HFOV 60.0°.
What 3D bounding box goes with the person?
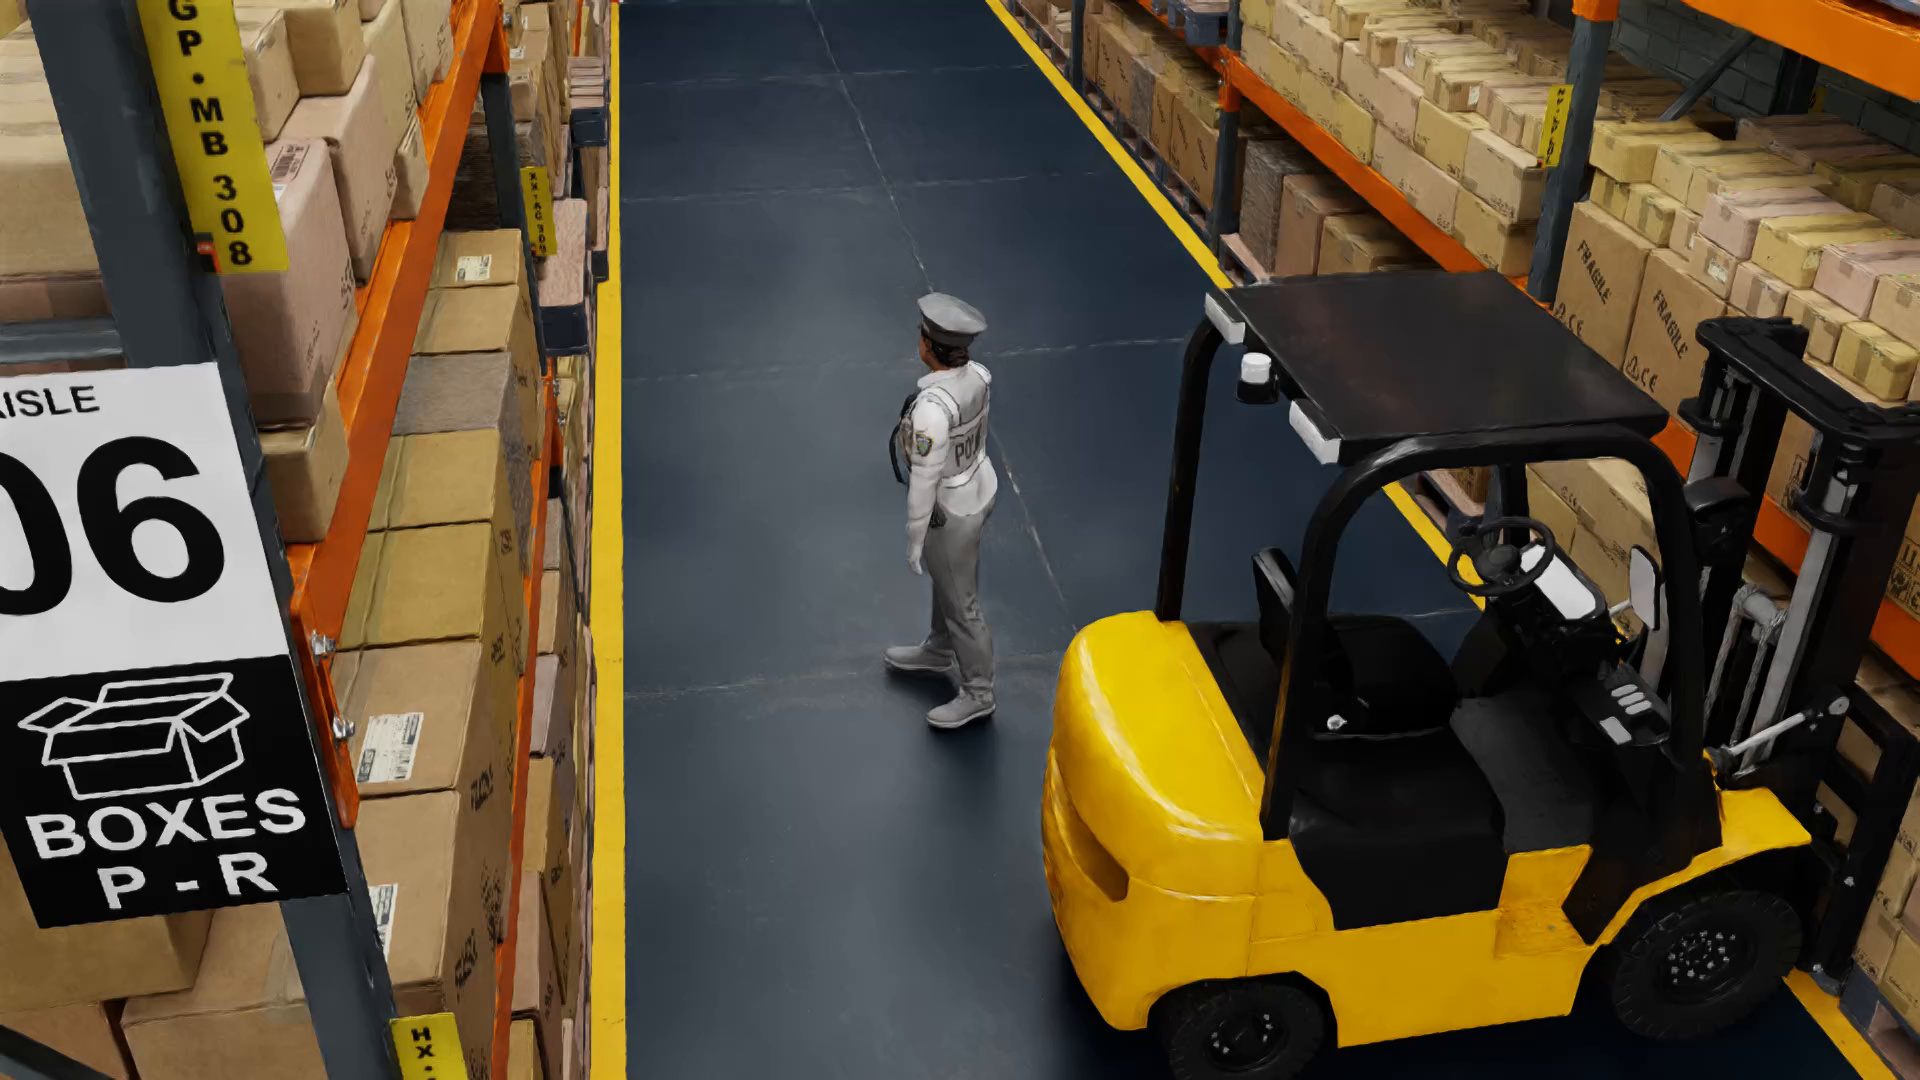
[{"bbox_3d":[-0.080,-0.126,6.286,0.532,1.673,0.569,10,32,16],"label":"person"}]
